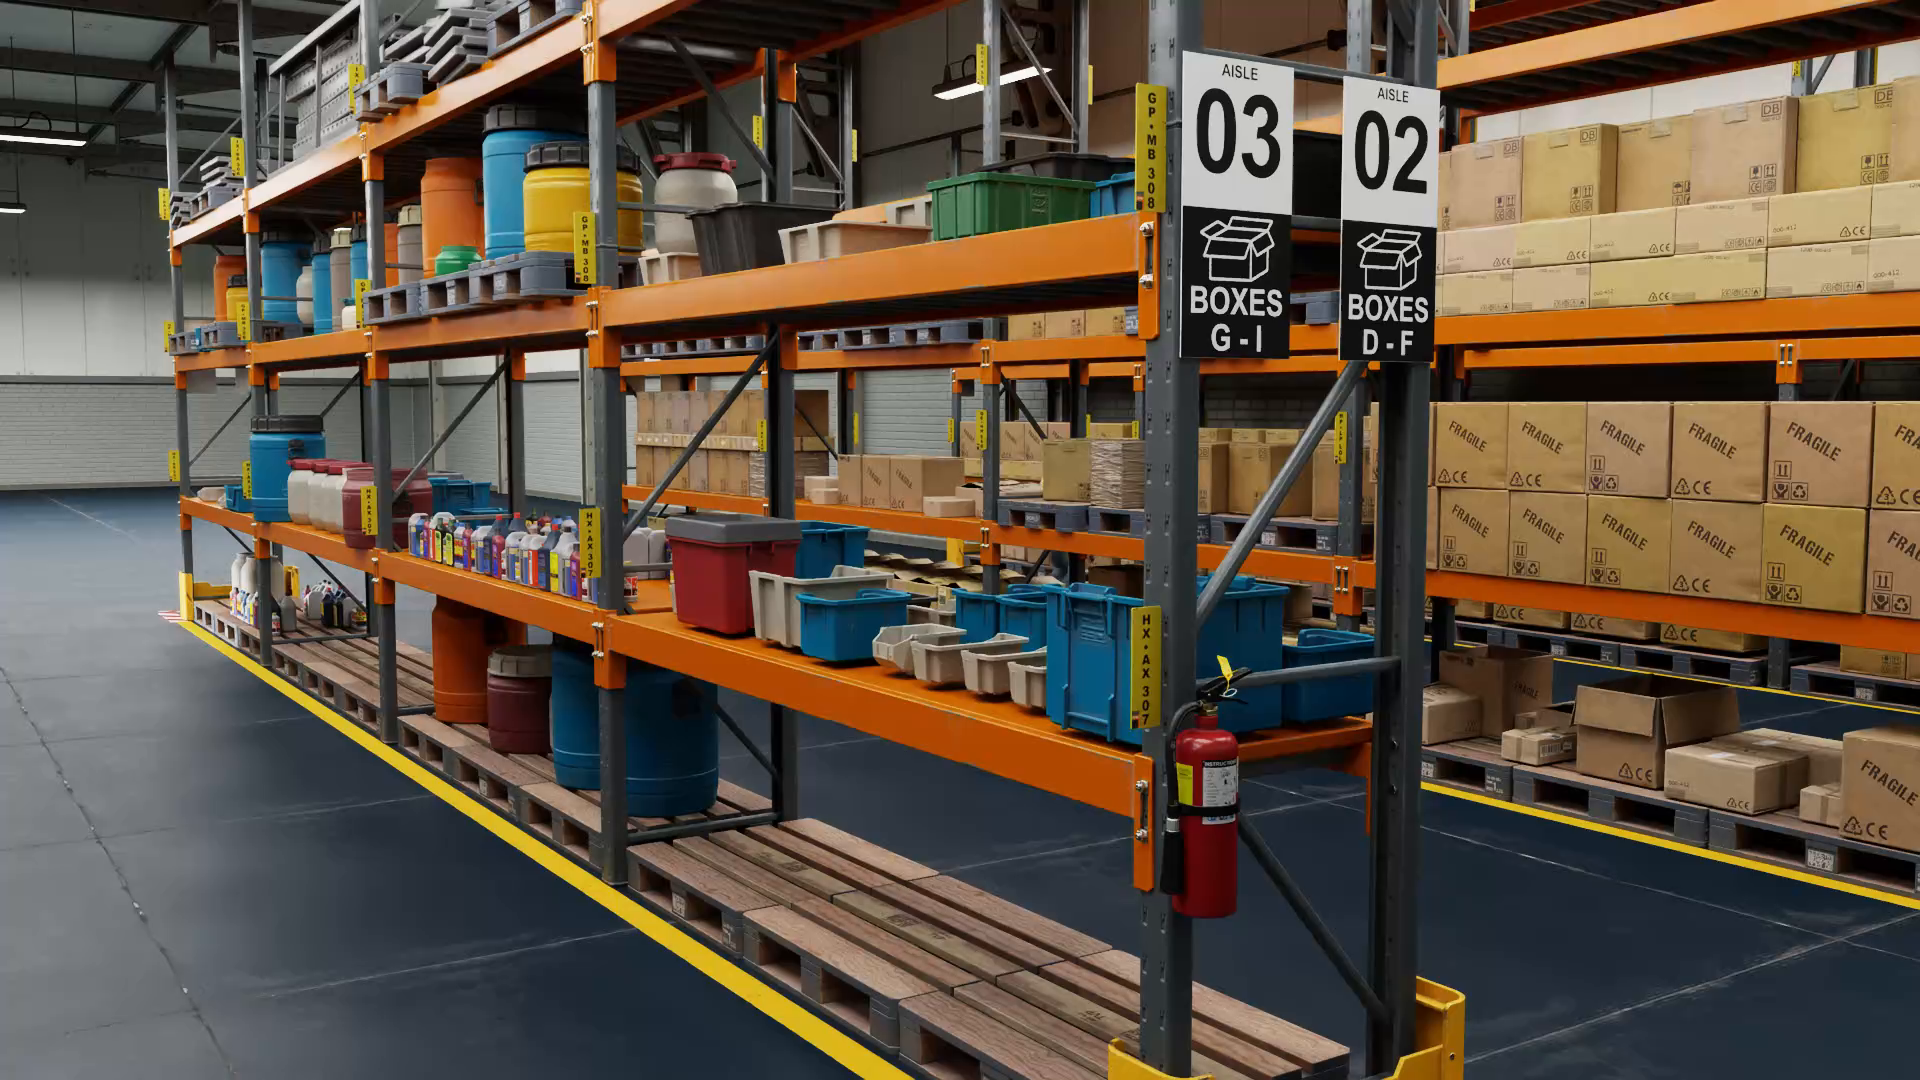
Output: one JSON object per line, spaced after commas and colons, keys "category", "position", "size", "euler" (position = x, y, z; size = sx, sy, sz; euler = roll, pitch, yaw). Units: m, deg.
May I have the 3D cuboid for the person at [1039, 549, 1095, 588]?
{"category": "person", "position": [1.192, 0.042, 18.936], "size": [0.747, 1.428, 0.631], "euler": [-3, 6, -34]}
